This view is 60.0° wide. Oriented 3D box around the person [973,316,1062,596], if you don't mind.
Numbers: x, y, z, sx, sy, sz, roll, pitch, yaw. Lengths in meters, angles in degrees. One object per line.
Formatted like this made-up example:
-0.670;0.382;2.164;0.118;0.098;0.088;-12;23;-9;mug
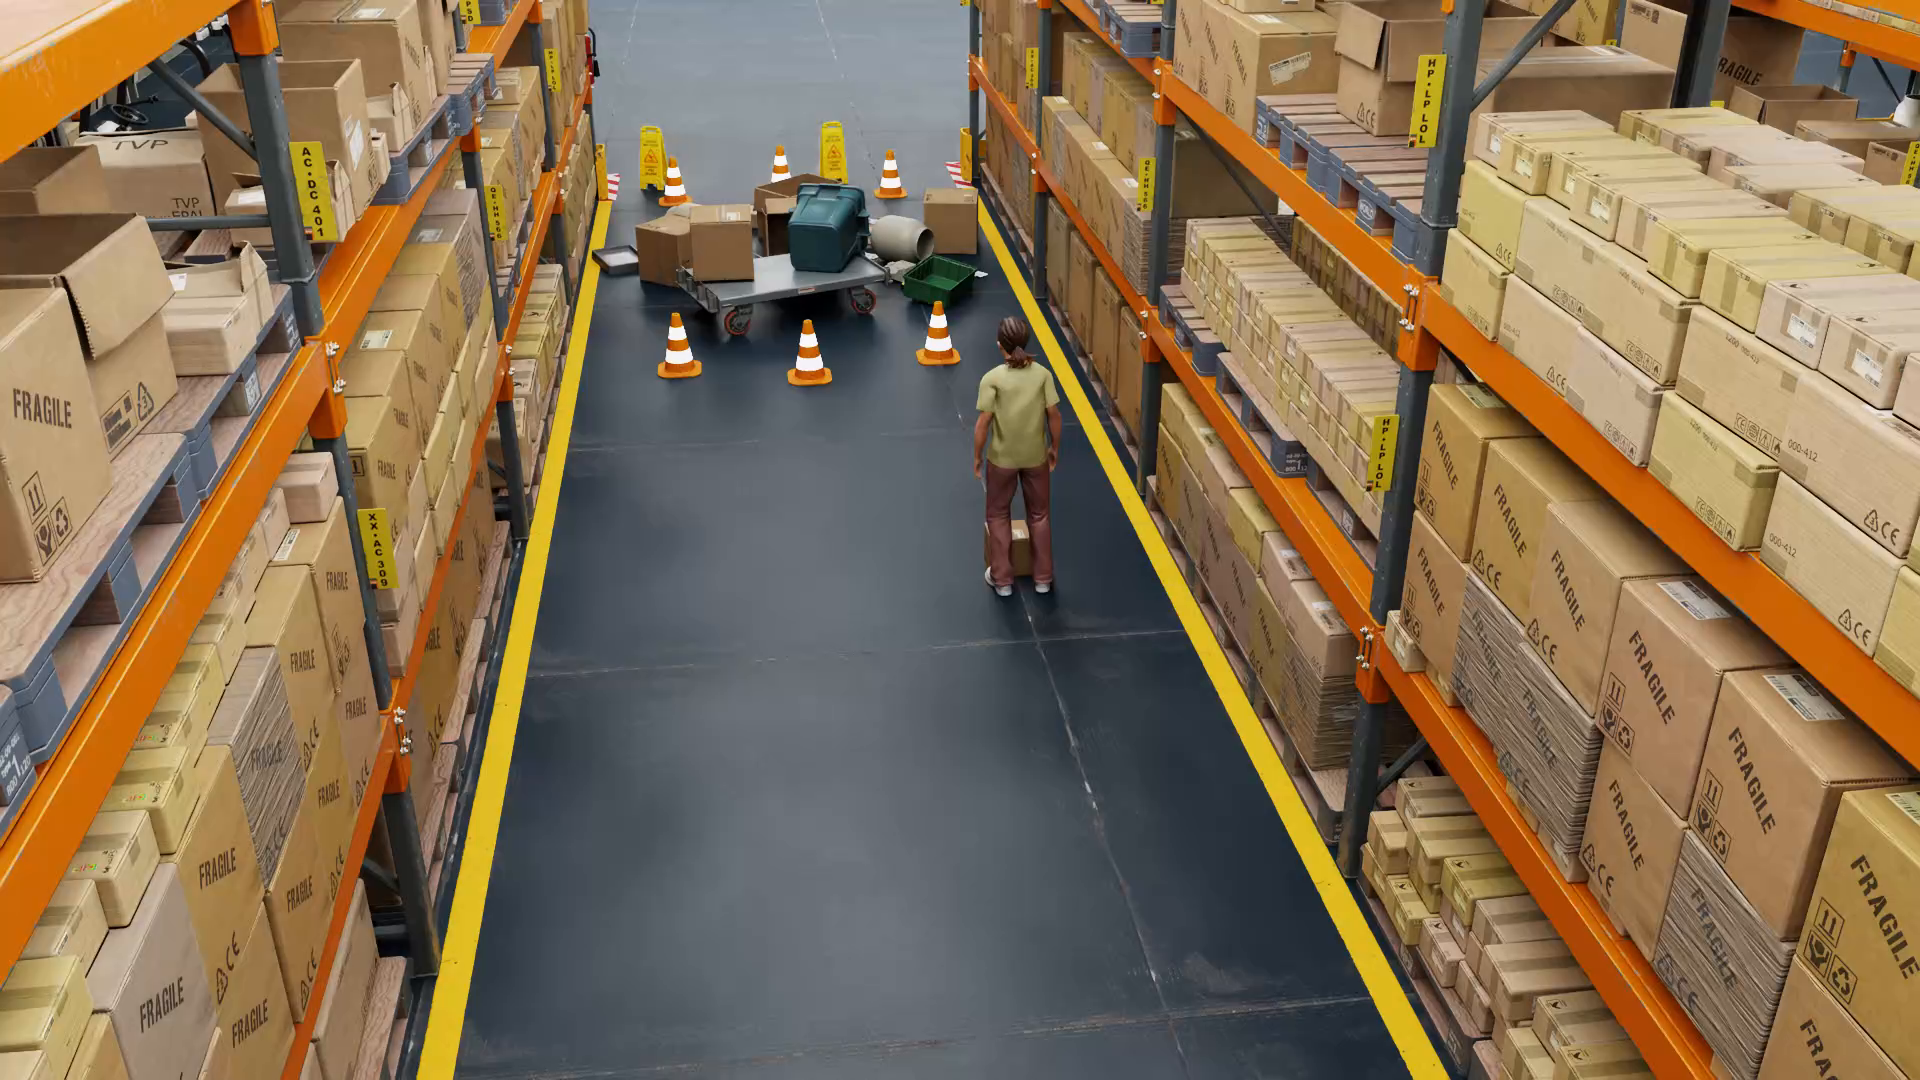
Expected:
0.326;-0.468;9.529;0.520;1.673;0.355;-5;28;-10;person
